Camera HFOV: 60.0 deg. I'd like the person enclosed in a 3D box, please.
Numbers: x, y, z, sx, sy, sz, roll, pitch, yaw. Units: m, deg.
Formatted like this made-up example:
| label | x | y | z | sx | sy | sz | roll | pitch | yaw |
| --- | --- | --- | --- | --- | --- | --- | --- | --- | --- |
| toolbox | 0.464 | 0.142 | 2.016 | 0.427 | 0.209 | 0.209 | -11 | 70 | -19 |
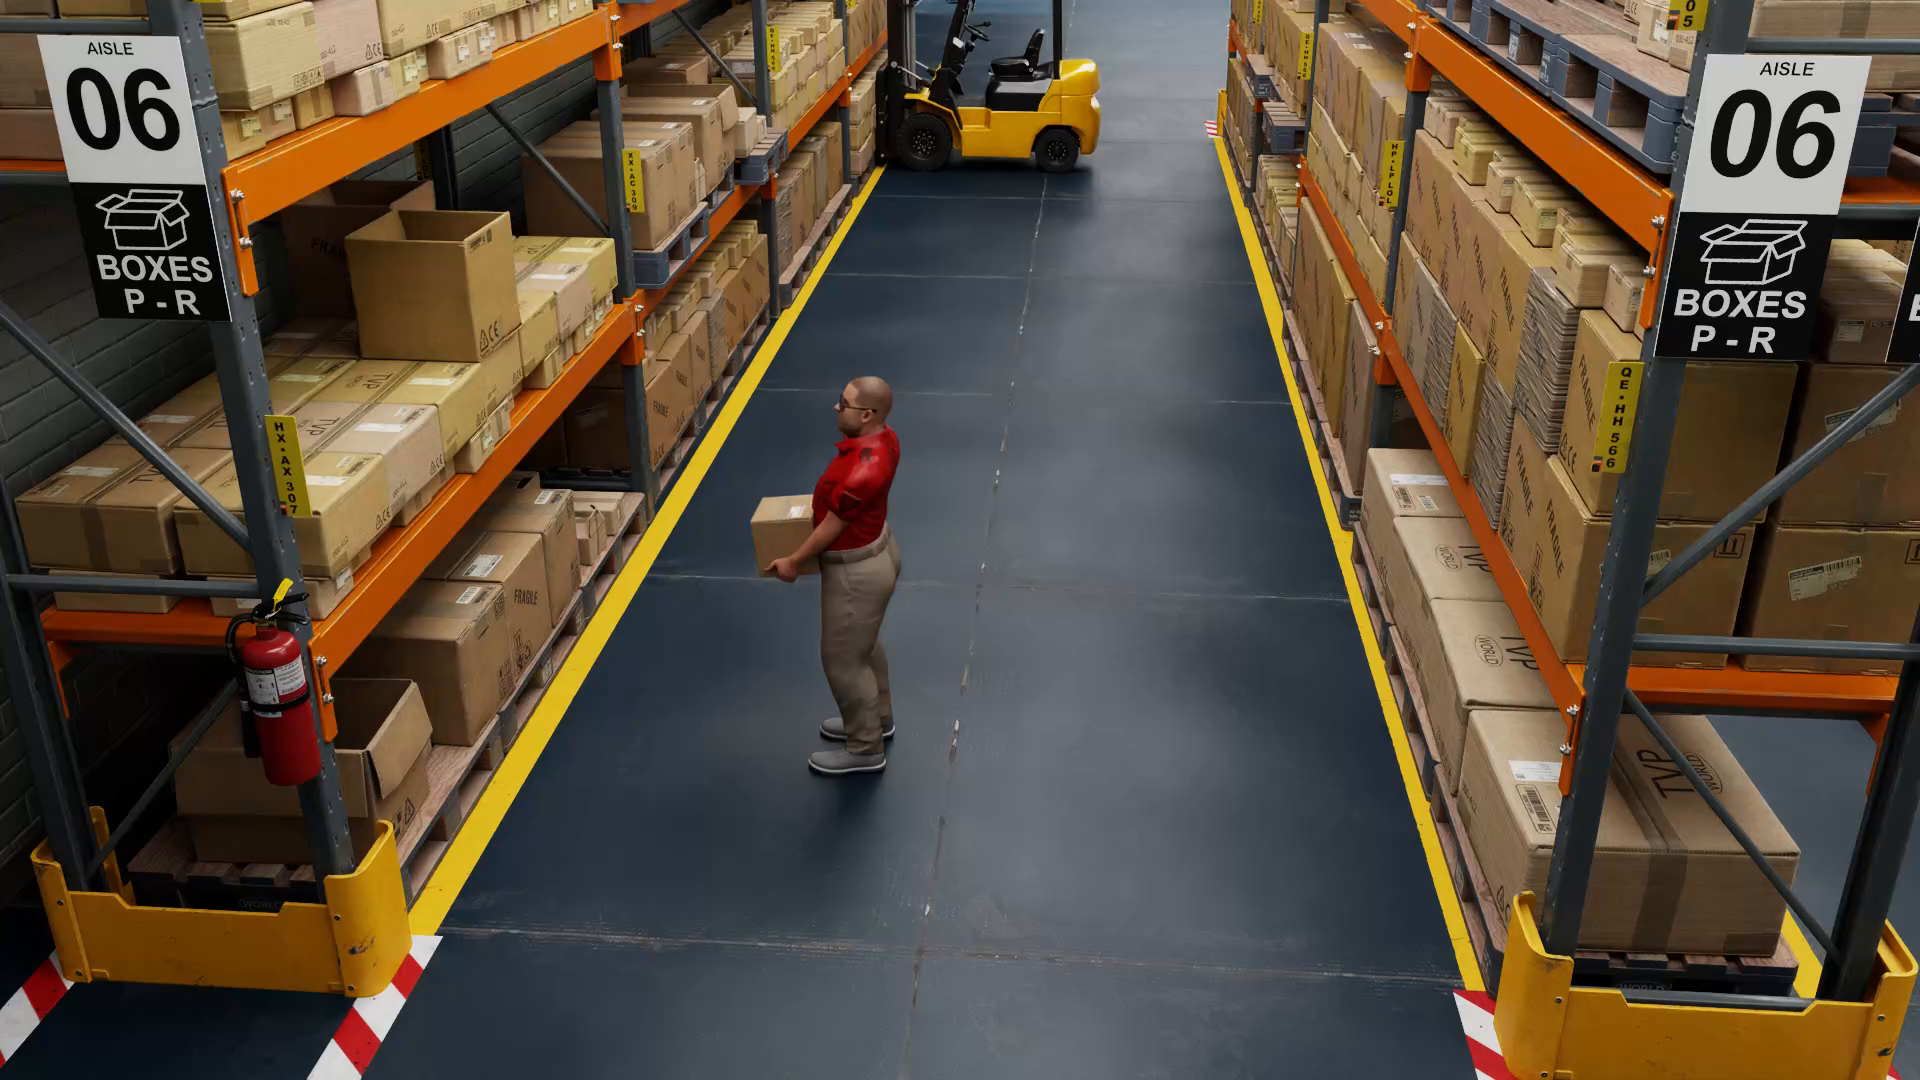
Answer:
| label | x | y | z | sx | sy | sz | roll | pitch | yaw |
| --- | --- | --- | --- | --- | --- | --- | --- | --- | --- |
| person | -0.517 | 0.138 | 6.834 | 0.531 | 1.713 | 0.494 | 2 | 24 | 5 |
